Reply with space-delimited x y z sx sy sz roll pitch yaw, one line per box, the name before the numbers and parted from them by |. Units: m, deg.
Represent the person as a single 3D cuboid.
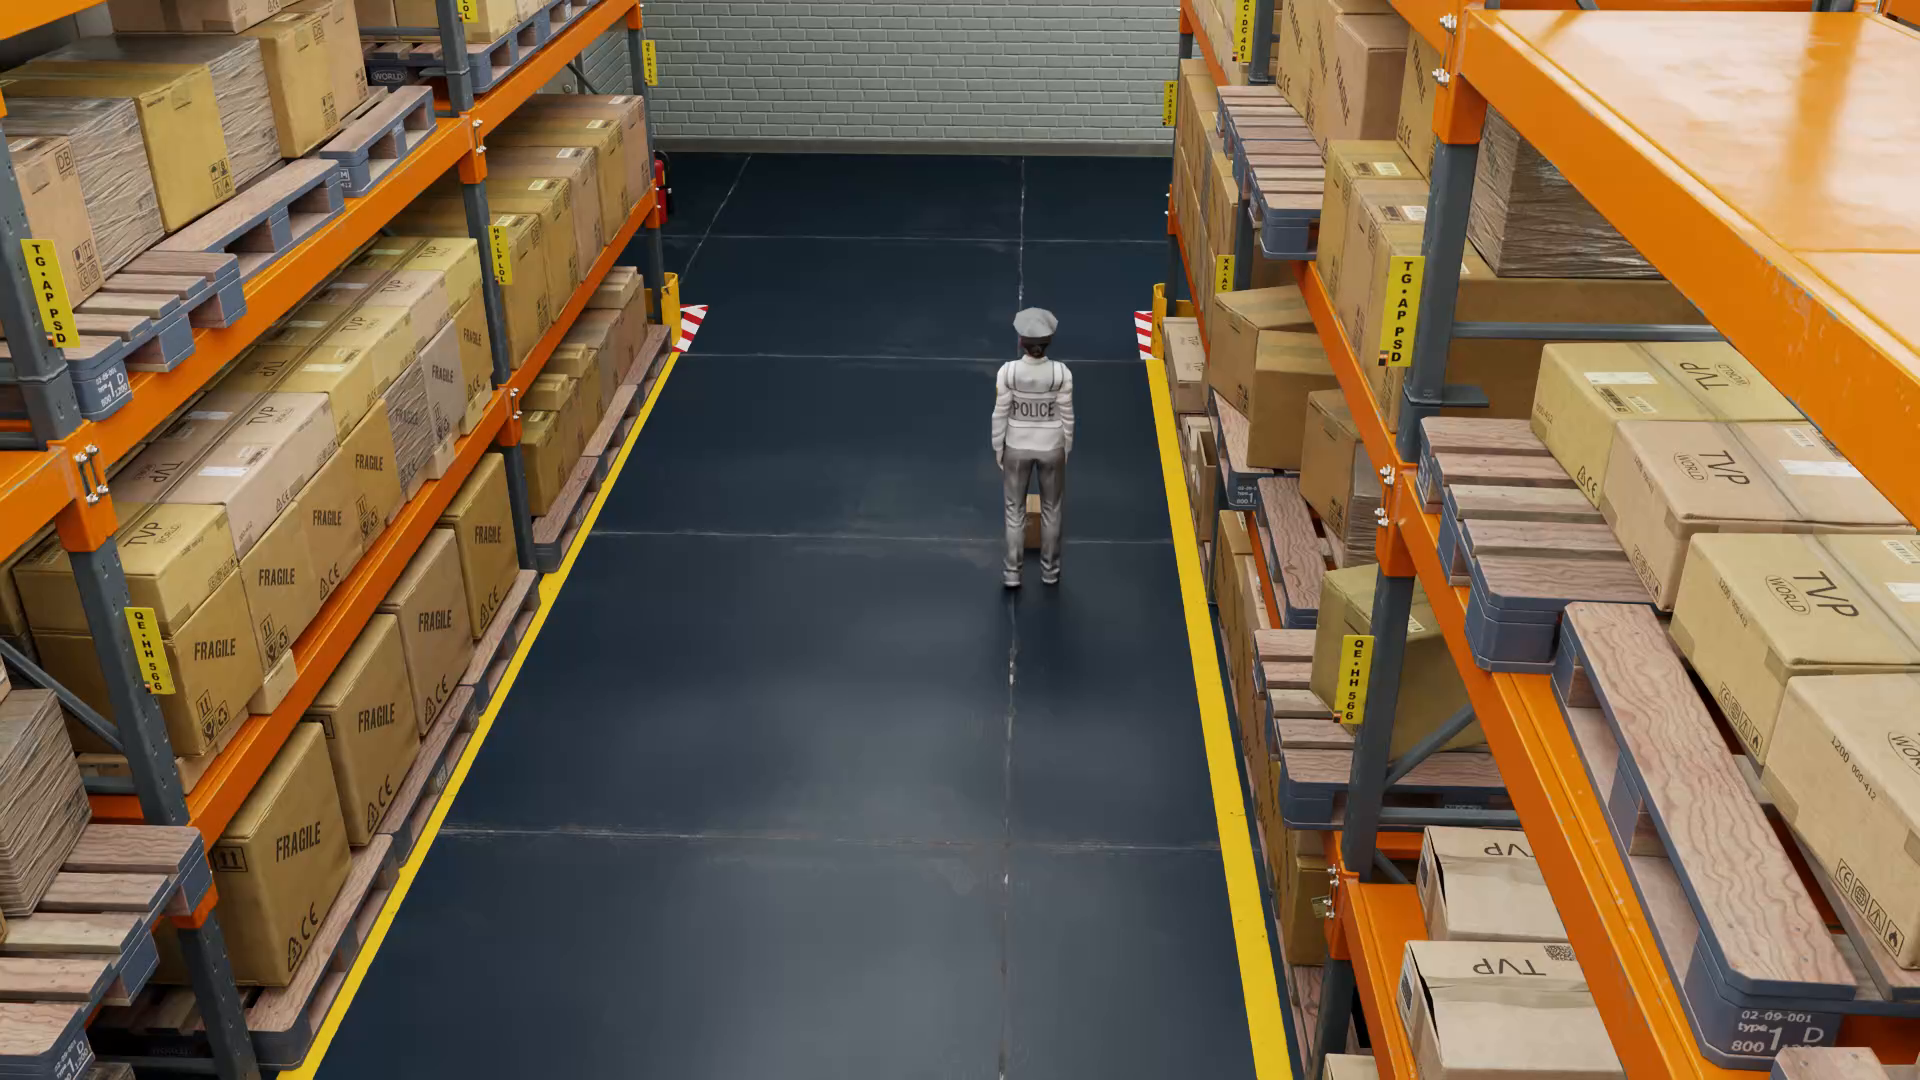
person | 0.417 -0.503 9.587 0.466 1.722 0.353 2 28 3
